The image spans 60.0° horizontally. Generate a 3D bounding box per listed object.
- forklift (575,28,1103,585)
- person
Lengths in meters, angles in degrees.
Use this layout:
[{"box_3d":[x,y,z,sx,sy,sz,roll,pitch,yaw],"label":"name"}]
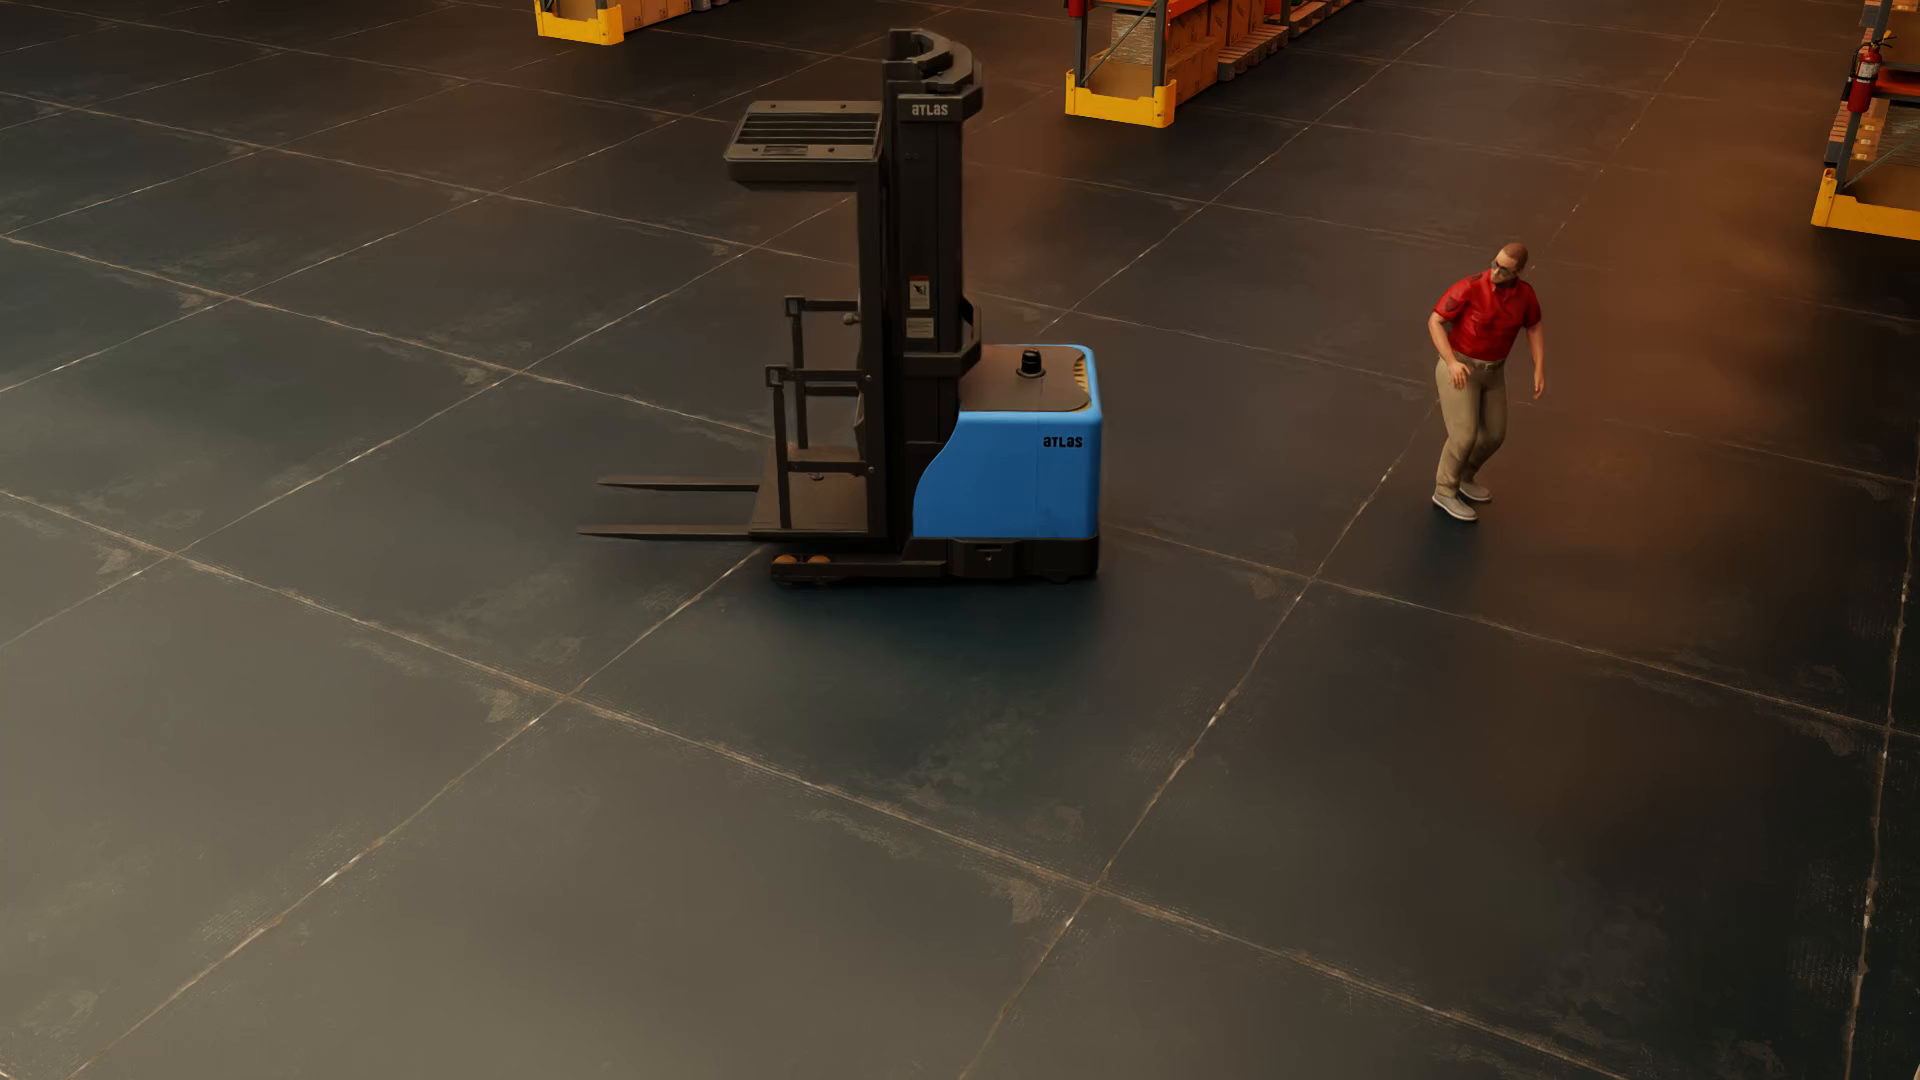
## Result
[{"box_3d":[-0.710,-1.276,9.281,3.031,2.935,1.130,0,30,1],"label":"forklift"},{"box_3d":[3.187,-0.979,10.022,0.740,1.692,0.510,-11,32,-19],"label":"person"}]
